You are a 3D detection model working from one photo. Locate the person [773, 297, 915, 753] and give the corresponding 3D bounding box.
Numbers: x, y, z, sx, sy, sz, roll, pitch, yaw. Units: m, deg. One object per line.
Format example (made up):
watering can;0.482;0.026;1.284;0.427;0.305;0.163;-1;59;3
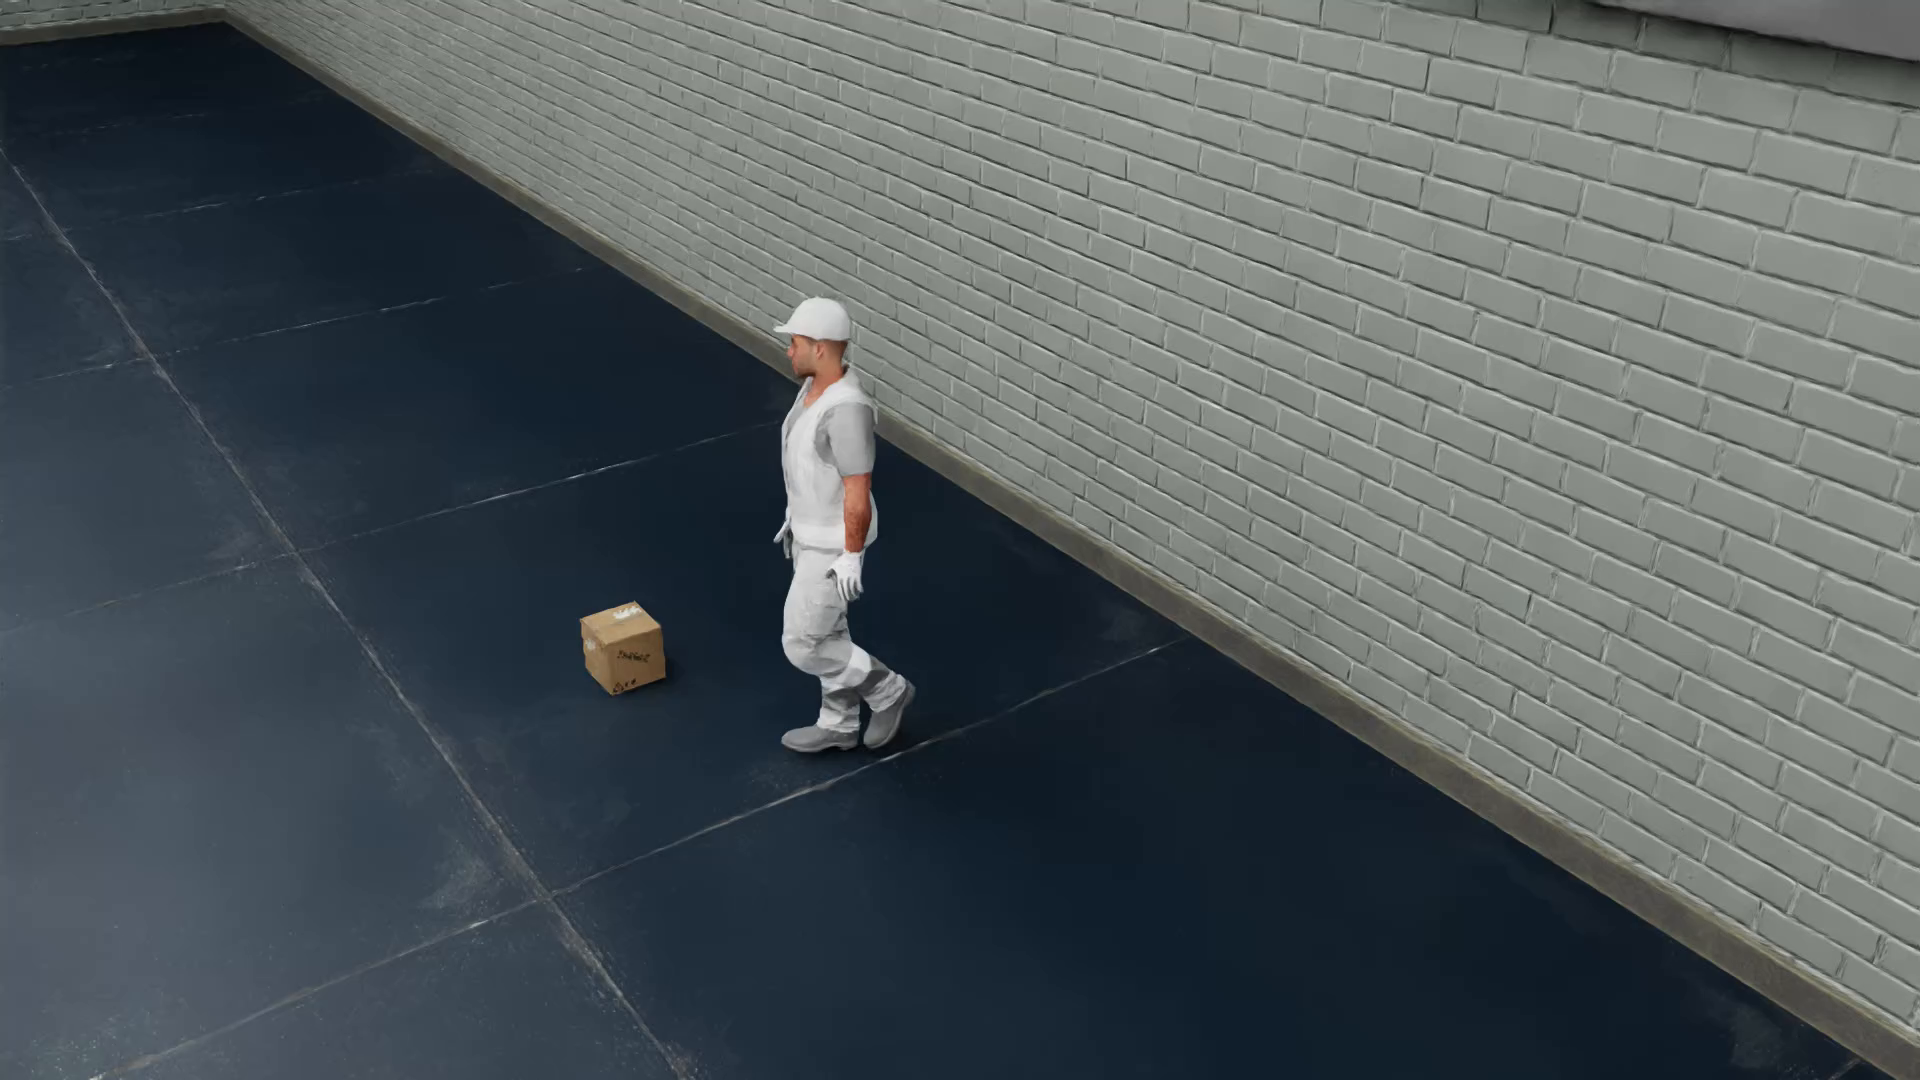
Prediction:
person;-0.456;-0.014;6.100;0.508;1.772;0.566;-9;30;-16
